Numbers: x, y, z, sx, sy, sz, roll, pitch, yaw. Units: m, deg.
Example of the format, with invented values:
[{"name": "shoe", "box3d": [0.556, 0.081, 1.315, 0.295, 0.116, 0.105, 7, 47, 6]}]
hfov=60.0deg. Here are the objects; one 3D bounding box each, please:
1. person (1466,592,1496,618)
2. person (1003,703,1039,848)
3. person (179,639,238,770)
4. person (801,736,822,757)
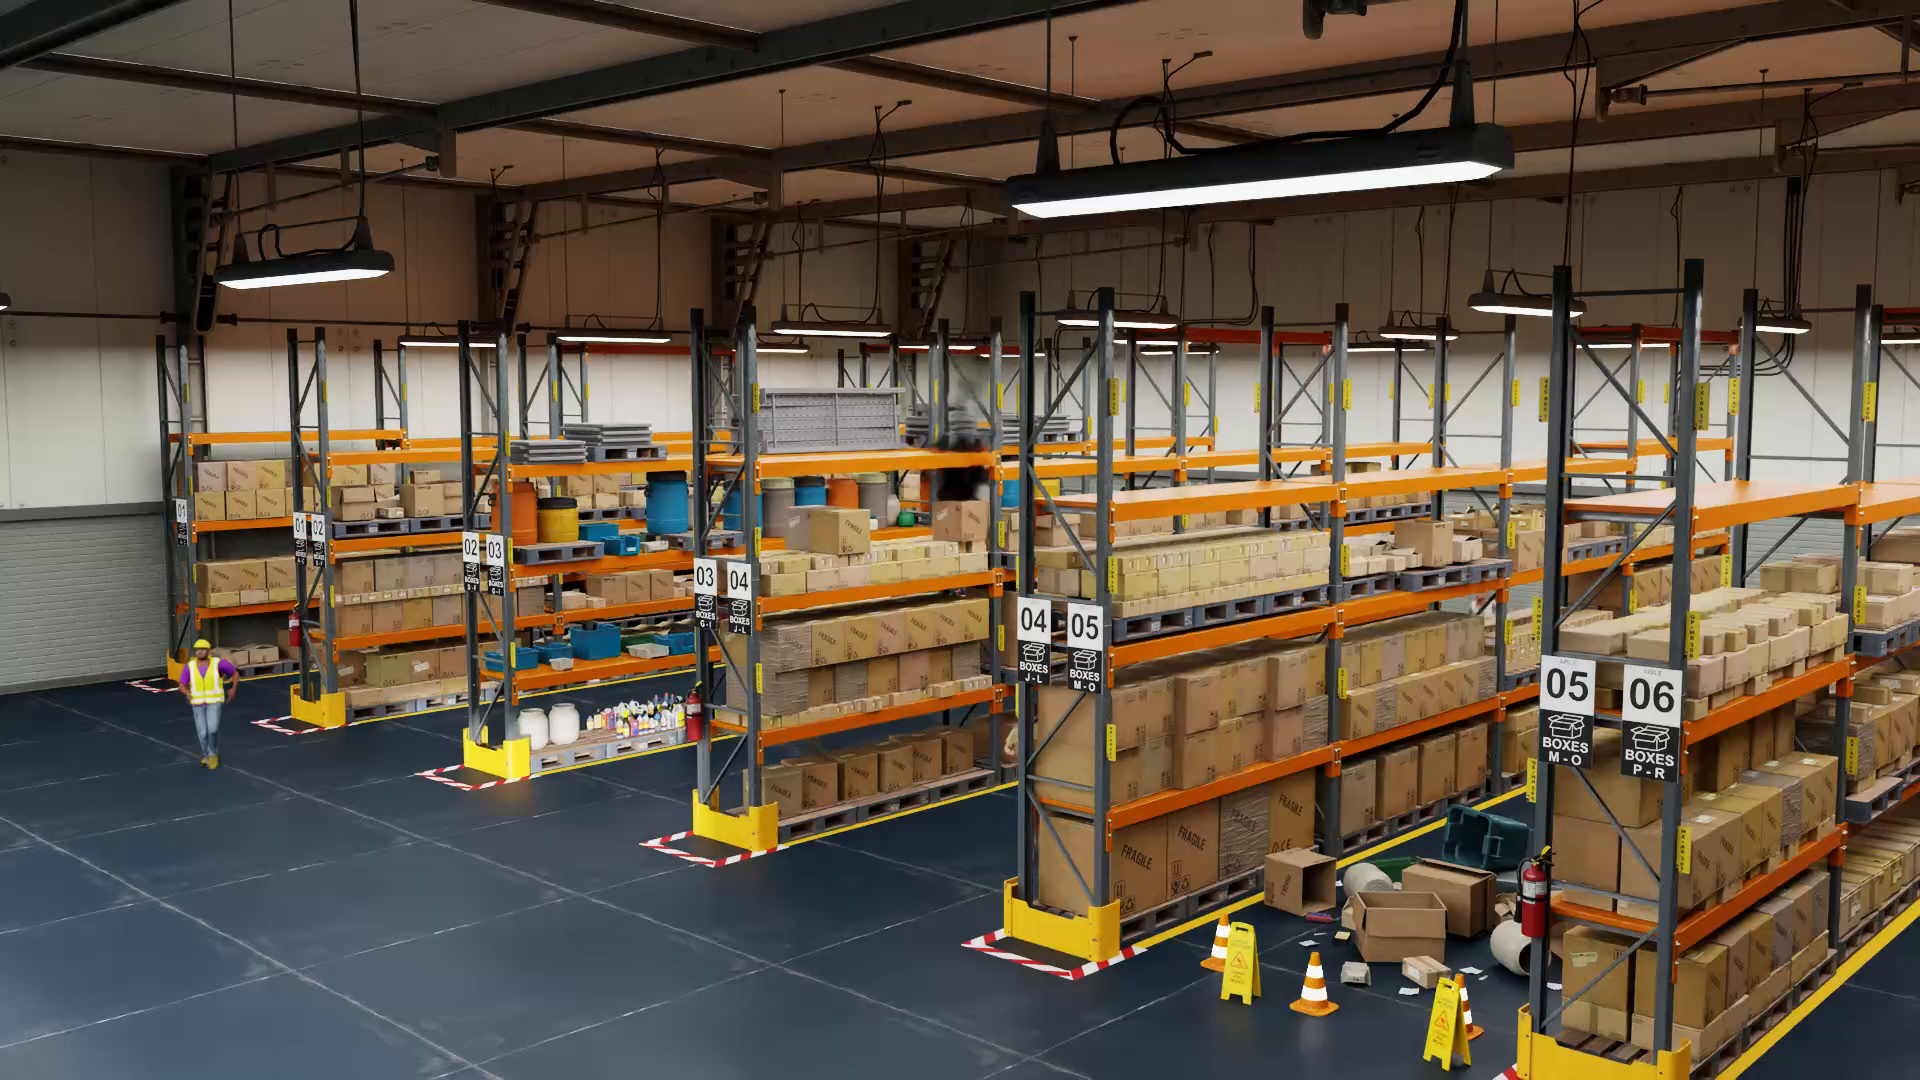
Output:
[{"name": "person", "box3d": [9.056, 1.616, 28.627, 0.719, 1.693, 0.566, 3, 6, 31]}, {"name": "person", "box3d": [0.776, 2.611, 18.175, 0.576, 1.721, 0.831, 3, 6, 31]}, {"name": "person", "box3d": [-10.109, 2.210, 22.339, 0.710, 1.758, 0.688, -1, 5, -12]}, {"name": "person", "box3d": [-2.040, 2.235, 22.267, 0.564, 1.745, 0.720, 4, 7, 35]}]
